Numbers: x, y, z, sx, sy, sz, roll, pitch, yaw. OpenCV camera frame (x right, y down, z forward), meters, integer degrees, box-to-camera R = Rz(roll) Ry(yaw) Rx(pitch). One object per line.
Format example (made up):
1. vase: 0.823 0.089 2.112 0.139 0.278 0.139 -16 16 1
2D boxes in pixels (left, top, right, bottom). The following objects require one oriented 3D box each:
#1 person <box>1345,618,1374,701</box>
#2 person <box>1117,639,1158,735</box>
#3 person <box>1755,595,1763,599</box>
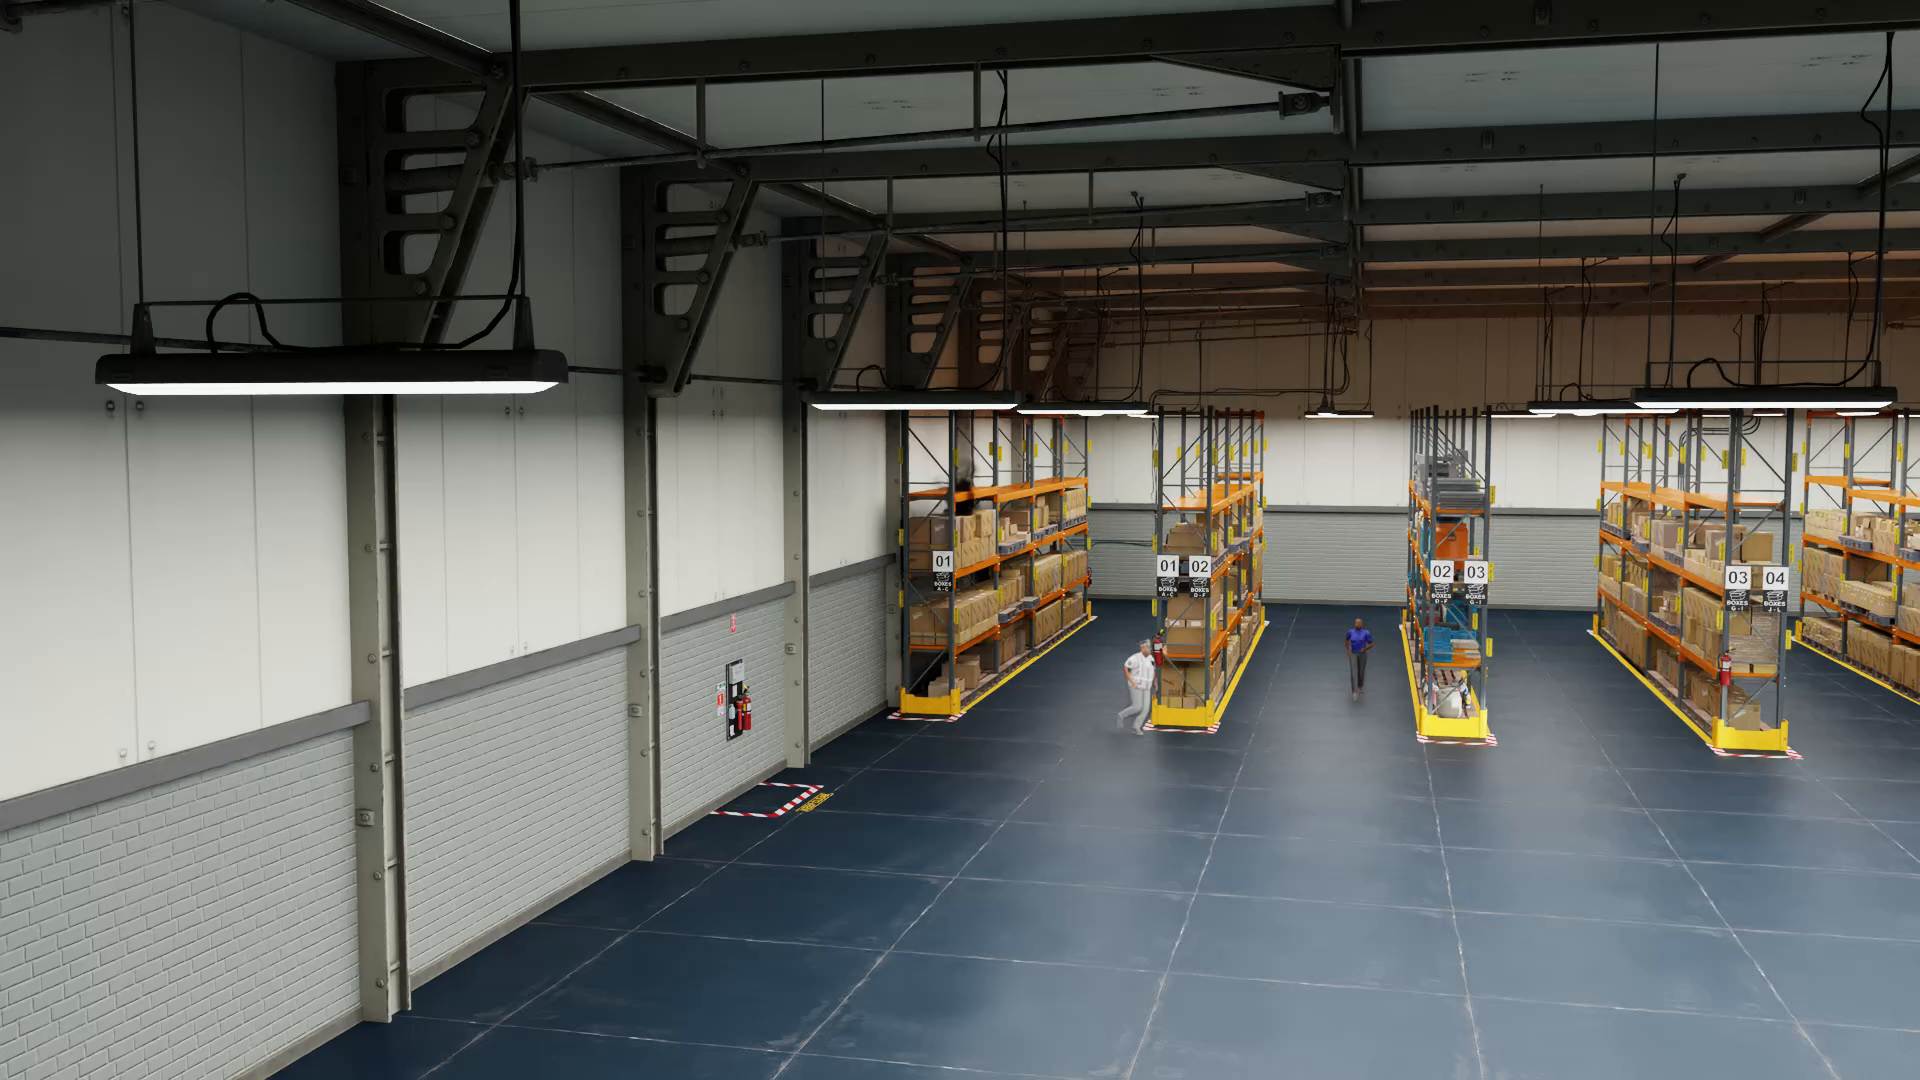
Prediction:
1. person: 8.236 2.433 34.332 0.579 1.672 0.857 1 4 13
2. person: 3.304 2.676 30.533 0.741 1.727 0.616 -3 5 -36
3. person: 20.434 1.887 42.850 0.531 1.524 0.476 2 4 21
